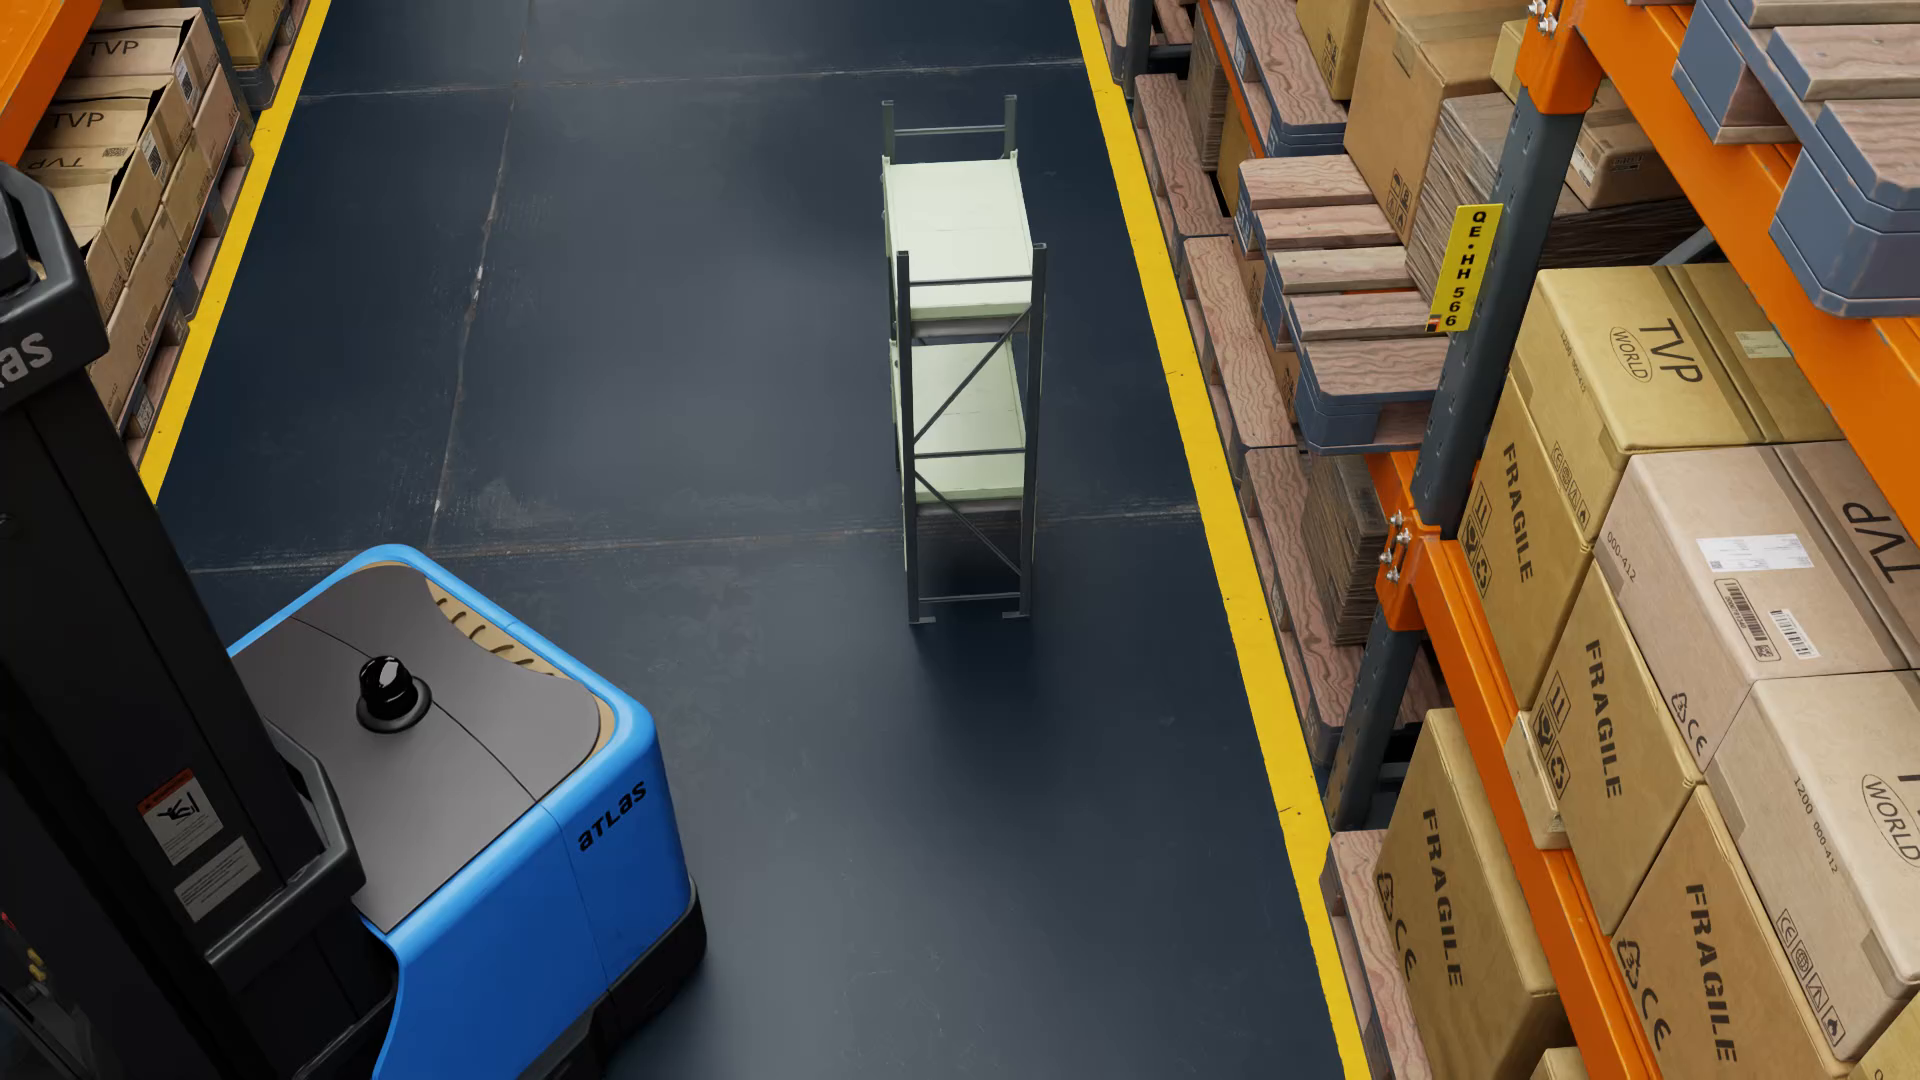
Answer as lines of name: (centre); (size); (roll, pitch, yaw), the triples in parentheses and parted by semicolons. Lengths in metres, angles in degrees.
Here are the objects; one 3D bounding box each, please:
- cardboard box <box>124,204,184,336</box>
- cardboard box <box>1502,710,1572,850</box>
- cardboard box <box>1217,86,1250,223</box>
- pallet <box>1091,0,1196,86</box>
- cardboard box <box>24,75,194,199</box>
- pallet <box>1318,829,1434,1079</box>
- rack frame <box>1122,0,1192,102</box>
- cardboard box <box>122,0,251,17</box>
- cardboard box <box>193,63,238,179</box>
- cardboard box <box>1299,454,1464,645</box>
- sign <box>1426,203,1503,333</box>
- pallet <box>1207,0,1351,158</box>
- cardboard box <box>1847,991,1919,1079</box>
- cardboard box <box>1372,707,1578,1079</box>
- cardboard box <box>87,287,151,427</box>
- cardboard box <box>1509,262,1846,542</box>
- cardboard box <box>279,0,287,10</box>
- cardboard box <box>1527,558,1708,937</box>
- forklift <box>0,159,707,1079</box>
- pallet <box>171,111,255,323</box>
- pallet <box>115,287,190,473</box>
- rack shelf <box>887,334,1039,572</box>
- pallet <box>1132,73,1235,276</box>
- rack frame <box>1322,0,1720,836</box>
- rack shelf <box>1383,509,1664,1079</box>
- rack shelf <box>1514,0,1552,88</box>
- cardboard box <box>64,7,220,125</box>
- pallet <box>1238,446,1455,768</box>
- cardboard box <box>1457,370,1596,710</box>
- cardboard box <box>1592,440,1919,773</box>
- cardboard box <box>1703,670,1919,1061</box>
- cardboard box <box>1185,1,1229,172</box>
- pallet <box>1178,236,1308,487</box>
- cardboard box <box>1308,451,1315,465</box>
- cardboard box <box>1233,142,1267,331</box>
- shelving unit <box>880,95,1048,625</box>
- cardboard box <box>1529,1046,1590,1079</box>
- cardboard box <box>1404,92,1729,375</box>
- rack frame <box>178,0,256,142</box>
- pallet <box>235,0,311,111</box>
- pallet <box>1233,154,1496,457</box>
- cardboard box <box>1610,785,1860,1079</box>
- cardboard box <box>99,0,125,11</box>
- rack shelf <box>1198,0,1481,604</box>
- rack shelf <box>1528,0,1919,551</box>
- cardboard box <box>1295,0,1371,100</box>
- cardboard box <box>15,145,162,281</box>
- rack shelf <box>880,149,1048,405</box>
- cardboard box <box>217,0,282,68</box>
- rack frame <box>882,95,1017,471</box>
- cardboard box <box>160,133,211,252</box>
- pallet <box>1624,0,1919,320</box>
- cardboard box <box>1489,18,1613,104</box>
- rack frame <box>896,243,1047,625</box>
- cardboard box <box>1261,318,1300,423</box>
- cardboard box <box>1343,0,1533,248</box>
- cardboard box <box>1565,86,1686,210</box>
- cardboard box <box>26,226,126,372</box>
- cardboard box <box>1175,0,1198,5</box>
cardboard box: (-3.269, -1.004, 6.239); (0.500, 0.250, 0.500); (-3, 47, -2)
cardboard box: (1.342, 0.479, 3.390); (0.380, 0.149, 0.250); (-2, 47, -2)
cardboard box: (1.431, -1.516, 6.539); (0.700, 0.500, 0.500); (-4, 47, -4)
pallet: (1.168, -2.652, 8.116); (1.003, 0.211, 1.213); (-3, 47, -3)
cardboard box: (-3.307, -1.563, 6.383); (0.500, 0.311, 0.500); (-2, 47, -2)
pallet: (1.586, 1.301, 4.373); (1.003, 0.211, 1.213); (-3, 47, -3)
rack frame: (1.260, -3.127, 6.646); (1.000, 3.000, 0.127); (-3, 47, -3)
cardboard box: (-3.403, -2.635, 7.267); (0.500, 0.500, 0.500); (-3, 47, -3)
cardboard box: (-3.353, -1.740, 6.936); (0.500, 0.250, 0.500); (-4, 47, -4)
cardboard box: (1.482, -0.042, 5.143); (0.700, 0.500, 0.500); (-3, 47, -3)
sign: (1.055, -0.564, 3.475); (0.100, 0.325, 0.005); (-3, 47, -3)
pallet: (1.388, -1.597, 5.328); (1.003, 0.211, 1.213); (-3, 47, -3)
cardboard box: (1.516, 0.829, 2.095); (0.500, 0.250, 0.500); (-4, 47, -4)
cardboard box: (1.526, 0.902, 4.021); (0.750, 0.750, 0.750); (-4, 47, -4)
cardboard box: (-3.227, -0.635, 5.890); (0.500, 0.250, 0.500); (-3, 47, -2)
cardboard box: (1.378, -0.269, 3.135); (0.500, 0.250, 0.500); (-2, 47, -2)
cardboard box: (-3.450, -2.738, 7.882); (0.500, 0.250, 0.500); (-3, 47, -3)
cardboard box: (1.415, 0.370, 3.046); (0.500, 0.500, 0.500); (-2, 47, -2)
forklift: (-2.000, 0.774, 2.998); (1.130, 2.935, 3.031); (29, 53, 25)
pallet: (-3.576, -1.334, 6.868); (1.003, 0.211, 1.213); (-3, 47, -3)
pallet: (-3.470, -0.449, 6.030); (1.003, 0.211, 1.213); (-3, 47, -3)
rack shelf: (-0.001, -0.296, 5.447); (0.431, 0.370, 0.720); (-3, 47, -3)
pallet: (1.327, -1.605, 7.125); (1.003, 0.211, 1.213); (-3, 47, -3)
rack frame: (1.595, -0.233, 3.905); (1.000, 3.000, 0.127); (-3, 47, -3)
rack shelf: (1.762, 1.461, 2.795); (1.077, 0.370, 4.000); (-3, 47, -3)
rack shelf: (1.427, -2.464, 4.447); (1.077, 0.370, 4.000); (-3, 47, -3)
cardboard box: (-3.357, -1.939, 6.739); (0.500, 0.311, 0.500); (-3, 47, -3)
pallet: (1.531, 0.160, 5.453); (1.003, 0.211, 1.213); (-3, 47, -3)
cardboard box: (1.380, -0.010, 3.406); (0.500, 0.500, 0.500); (-2, 47, -2)
cardboard box: (1.422, 0.099, 2.787); (0.500, 0.250, 0.500); (-4, 47, -4)
cardboard box: (1.467, 0.460, 2.444); (0.500, 0.250, 0.500); (-3, 47, -3)
cardboard box: (1.338, -1.887, 6.890); (0.700, 0.500, 0.500); (-2, 47, -2)
pallet: (1.432, -0.720, 6.287); (1.003, 0.211, 1.213); (-3, 47, -3)
cardboard box: (1.555, -0.422, 5.503); (0.700, 0.500, 0.500); (-4, 47, -3)
cardboard box: (1.434, -1.145, 6.187); (0.700, 0.500, 0.500); (-3, 47, -3)
shelving unit: (-0.001, -0.521, 5.210); (0.431, 1.500, 0.755); (-3, 47, -3)
cardboard box: (1.593, 1.536, 3.421); (0.750, 0.750, 0.750); (-4, 47, -3)
cardboard box: (1.545, -0.758, 4.030); (0.700, 0.500, 0.500); (-8, 47, -8)
rack frame: (-3.676, -2.823, 6.358); (1.000, 3.000, 0.127); (-3, 47, -3)
pallet: (-3.701, -2.442, 7.918); (1.003, 0.211, 1.213); (-3, 47, -3)
pallet: (1.429, -0.676, 4.457); (1.213, 0.211, 1.003); (-3, 47, -3)
cardboard box: (1.455, 0.729, 2.706); (0.500, 0.500, 0.500); (-4, 47, -3)
cardboard box: (-3.933, -2.344, 7.509); (0.500, 0.250, 0.500); (-3, 47, -3)
rack shelf: (1.427, -1.433, 5.536); (1.077, 0.370, 4.000); (-3, 47, -3)
rack shelf: (1.762, 0.430, 1.706); (1.077, 0.370, 4.000); (-3, 47, -3)
cardboard box: (1.419, -1.658, 4.883); (0.700, 0.500, 0.500); (-3, 47, -3)
cardboard box: (-3.267, -1.202, 6.041); (0.500, 0.311, 0.500); (-4, 47, -3)
rack shelf: (-0.001, -0.789, 4.927); (0.431, 0.370, 0.720); (-3, 47, -3)
cardboard box: (-3.413, -2.376, 7.539); (0.500, 0.250, 0.500); (-3, 47, -3)
rack frame: (-0.031, -0.785, 5.461); (0.400, 1.500, 0.023); (-3, 47, -3)
cardboard box: (-3.312, -1.374, 6.590); (0.500, 0.250, 0.500); (-4, 47, -4)
pallet: (1.702, -0.737, 2.446); (1.213, 0.211, 1.003); (-2, 47, -1)
cardboard box: (1.494, -1.121, 3.927); (0.380, 0.149, 0.250); (-11, 47, -10)
rack frame: (0.030, -0.256, 4.959); (0.400, 1.500, 0.023); (-3, 47, -3)
cardboard box: (1.485, -0.780, 5.841); (0.700, 0.500, 0.500); (-4, 47, -4)
cardboard box: (1.472, -1.161, 4.412); (0.700, 0.500, 0.500); (-7, 47, -7)
cardboard box: (1.536, -0.889, 3.708); (0.380, 0.149, 0.250); (-9, 47, -8)
cardboard box: (-3.229, -0.838, 5.696); (0.500, 0.311, 0.500); (-4, 47, -4)
cardboard box: (1.185, -2.689, 7.879); (0.380, 0.166, 0.250); (-9, 47, -8)
